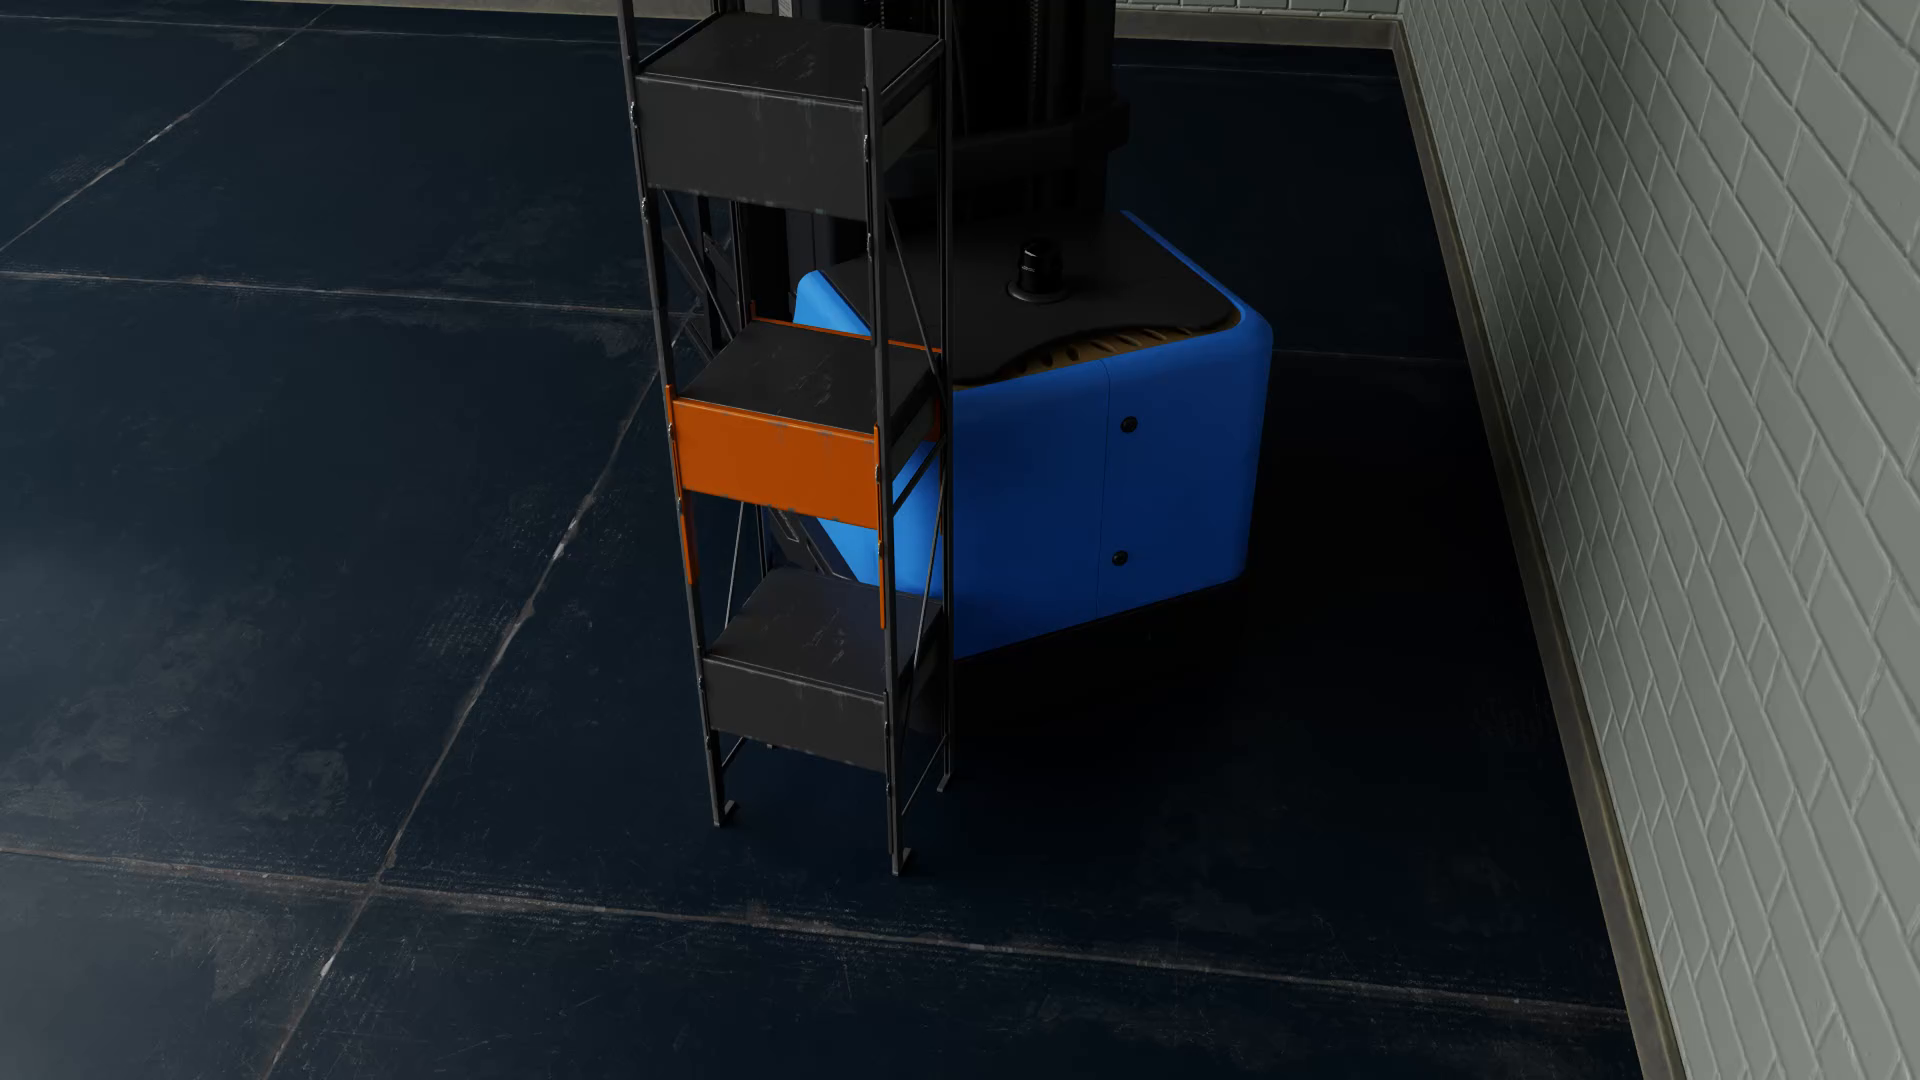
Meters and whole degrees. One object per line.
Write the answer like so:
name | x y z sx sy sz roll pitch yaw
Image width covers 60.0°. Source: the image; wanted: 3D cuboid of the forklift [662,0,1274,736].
forklift | -0.255 -1.523 4.861 1.130 2.935 3.031 -15 38 -20

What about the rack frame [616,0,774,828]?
rack frame | -0.549 -0.234 3.771 0.015 2.100 0.400 12 37 16

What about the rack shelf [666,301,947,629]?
rack shelf | -0.320 -0.175 3.711 0.480 0.518 0.431 12 37 16

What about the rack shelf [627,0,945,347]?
rack shelf | -0.320 -0.744 3.304 0.480 0.518 0.431 12 37 16

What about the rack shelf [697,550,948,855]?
rack shelf | -0.320 0.395 4.117 0.480 0.518 0.431 12 37 16

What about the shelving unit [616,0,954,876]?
shelving unit | -0.320 -0.186 3.703 0.503 2.100 0.431 12 37 16

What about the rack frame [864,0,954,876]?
rack frame | -0.091 -0.137 3.635 0.015 2.100 0.400 12 37 16
